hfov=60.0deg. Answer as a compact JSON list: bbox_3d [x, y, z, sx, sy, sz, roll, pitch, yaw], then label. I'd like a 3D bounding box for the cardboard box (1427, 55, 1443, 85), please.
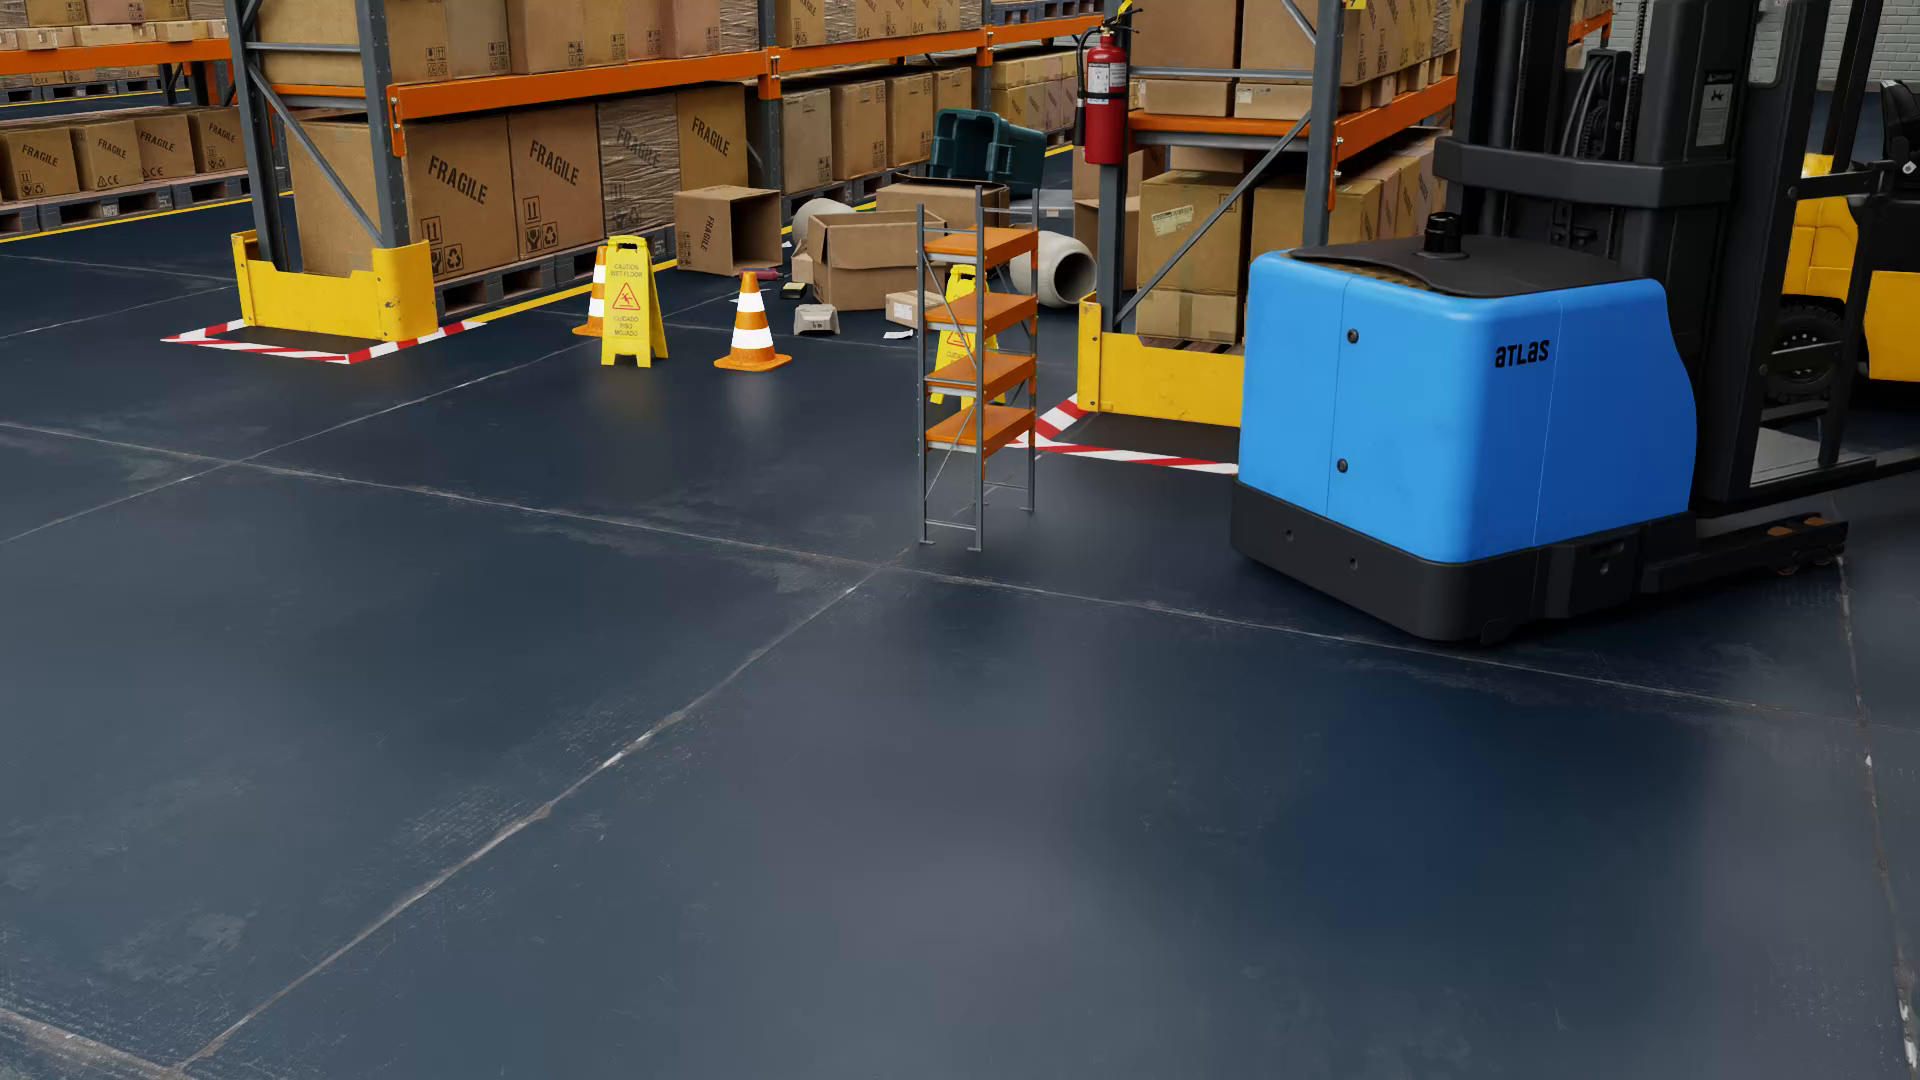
[{"bbox_3d":[2.464,-2.619,9.232,0.380,0.149,0.250,8,21,22],"label":"cardboard box"}]

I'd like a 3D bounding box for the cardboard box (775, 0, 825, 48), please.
[{"bbox_3d":[-1.366,-4.008,12.612,0.500,0.500,0.500,9,21,23],"label":"cardboard box"}]

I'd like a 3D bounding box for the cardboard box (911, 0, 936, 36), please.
[{"bbox_3d":[-0.539,-4.627,14.354,0.500,0.500,0.500,8,21,22],"label":"cardboard box"}]

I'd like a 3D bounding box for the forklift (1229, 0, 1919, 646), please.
[{"bbox_3d":[2.462,-1.403,5.538,3.031,2.935,1.130,-11,22,-28],"label":"forklift"}]

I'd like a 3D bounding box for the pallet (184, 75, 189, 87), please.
[{"bbox_3d":[-11.789,-7.250,26.041,1.003,0.211,1.213,9,21,23],"label":"pallet"}]

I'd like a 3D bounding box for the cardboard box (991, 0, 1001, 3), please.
[{"bbox_3d":[0.178,-5.248,15.998,0.380,0.149,0.250,8,21,22],"label":"cardboard box"}]

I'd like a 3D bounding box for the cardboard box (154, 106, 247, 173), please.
[{"bbox_3d":[-6.511,-3.452,14.302,0.500,0.500,0.500,8,21,21],"label":"cardboard box"}]

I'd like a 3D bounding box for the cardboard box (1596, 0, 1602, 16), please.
[{"bbox_3d":[6.857,-6.093,18.476,0.500,0.500,0.500,9,21,23],"label":"cardboard box"}]

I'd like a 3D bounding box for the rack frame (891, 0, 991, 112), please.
[{"bbox_3d":[-0.189,-5.060,15.719,1.000,3.000,0.127,9,21,23],"label":"rack frame"}]

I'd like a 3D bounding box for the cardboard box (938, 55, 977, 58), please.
[{"bbox_3d":[0.049,-4.834,17.069,0.500,0.250,0.500,9,21,23],"label":"cardboard box"}]

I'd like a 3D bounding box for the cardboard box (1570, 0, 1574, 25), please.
[{"bbox_3d":[5.619,-5.085,16.013,0.500,0.250,0.500,8,21,21],"label":"cardboard box"}]

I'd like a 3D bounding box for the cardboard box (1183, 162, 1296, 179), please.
[{"bbox_3d":[1.393,-1.662,8.524,0.500,0.500,0.500,9,22,25],"label":"cardboard box"}]

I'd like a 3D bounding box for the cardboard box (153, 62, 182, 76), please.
[{"bbox_3d":[-12.012,-7.194,24.794,0.500,0.500,0.500,8,21,22],"label":"cardboard box"}]

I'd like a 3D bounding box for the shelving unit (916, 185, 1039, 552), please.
[{"bbox_3d":[0.068,-0.616,5.910,0.258,1.200,0.503,9,21,23],"label":"shelving unit"}]

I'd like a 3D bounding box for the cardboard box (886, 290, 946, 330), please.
[{"bbox_3d":[-0.214,-1.300,9.403,0.250,0.149,0.380,-14,24,-33],"label":"cardboard box"}]

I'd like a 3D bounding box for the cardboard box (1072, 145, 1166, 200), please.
[{"bbox_3d":[1.094,-2.603,11.411,0.500,0.500,0.500,9,21,23],"label":"cardboard box"}]

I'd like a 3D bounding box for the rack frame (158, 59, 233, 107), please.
[{"bbox_3d":[-9.191,-6.451,19.631,1.000,3.000,0.127,9,21,23],"label":"rack frame"}]

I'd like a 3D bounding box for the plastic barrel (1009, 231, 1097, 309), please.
[{"bbox_3d":[0.557,-1.591,9.811,0.421,0.421,0.512,-9,22,-24],"label":"plastic barrel"}]

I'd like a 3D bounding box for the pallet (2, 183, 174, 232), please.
[{"bbox_3d":[2.383,-3.623,15.841,15.839,0.211,14.238,9,21,23],"label":"pallet"}]

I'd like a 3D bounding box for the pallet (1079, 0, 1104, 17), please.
[{"bbox_3d":[-2.505,-6.036,16.510,5.816,1.713,7.625,9,21,23],"label":"pallet"}]

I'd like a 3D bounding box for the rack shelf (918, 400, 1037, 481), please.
[{"bbox_3d":[0.068,-0.365,5.999,0.258,0.148,0.480,9,21,23],"label":"rack shelf"}]

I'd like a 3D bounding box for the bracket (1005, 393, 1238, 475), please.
[{"bbox_3d":[0.998,-0.475,7.304,1.378,0.001,1.079,9,21,23],"label":"bracket"}]

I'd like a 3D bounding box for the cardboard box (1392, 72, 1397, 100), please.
[{"bbox_3d":[1.914,-2.227,8.129,0.380,0.149,0.250,9,22,24],"label":"cardboard box"}]

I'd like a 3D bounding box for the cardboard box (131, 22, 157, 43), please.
[{"bbox_3d":[-6.622,-4.031,13.201,0.380,0.149,0.250,9,21,23],"label":"cardboard box"}]

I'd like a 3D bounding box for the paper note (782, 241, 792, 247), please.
[{"bbox_3d":[-1.725,-4.195,17.449,2.542,0.211,11.881,-5,20,-15],"label":"paper note"}]

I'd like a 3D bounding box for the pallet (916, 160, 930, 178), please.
[{"bbox_3d":[-0.581,-3.515,15.538,1.003,0.211,1.213,9,21,23],"label":"pallet"}]

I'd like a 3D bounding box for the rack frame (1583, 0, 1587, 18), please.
[{"bbox_3d":[6.006,-5.634,17.335,1.000,3.000,0.127,9,21,23],"label":"rack frame"}]

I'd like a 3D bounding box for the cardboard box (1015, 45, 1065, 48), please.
[{"bbox_3d":[0.905,-5.466,18.847,0.500,0.250,0.500,8,21,20],"label":"cardboard box"}]

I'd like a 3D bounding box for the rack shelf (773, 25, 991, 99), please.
[{"bbox_3d":[-1.008,-4.109,14.121,1.077,0.370,4.000,9,21,23],"label":"rack shelf"}]

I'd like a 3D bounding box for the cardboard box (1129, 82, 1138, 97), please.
[{"bbox_3d":[1.889,-5.344,19.703,0.380,0.149,0.250,10,22,25],"label":"cardboard box"}]

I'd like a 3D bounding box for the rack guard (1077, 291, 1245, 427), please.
[{"bbox_3d":[1.123,-0.811,7.504,1.175,0.500,0.348,9,21,23],"label":"rack guard"}]

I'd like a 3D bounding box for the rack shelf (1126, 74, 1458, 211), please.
[{"bbox_3d":[1.911,-2.238,8.859,1.077,0.370,4.000,9,21,23],"label":"rack shelf"}]

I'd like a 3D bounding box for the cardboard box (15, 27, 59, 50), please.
[{"bbox_3d":[-6.912,-3.707,12.290,0.380,0.149,0.250,9,21,23],"label":"cardboard box"}]

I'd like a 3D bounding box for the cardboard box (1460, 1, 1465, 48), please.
[{"bbox_3d":[2.775,-3.206,9.913,0.500,0.500,0.500,8,21,21],"label":"cardboard box"}]

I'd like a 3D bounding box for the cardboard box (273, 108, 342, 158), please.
[{"bbox_3d":[-6.040,-3.763,15.146,0.700,0.500,0.500,7,21,19],"label":"cardboard box"}]

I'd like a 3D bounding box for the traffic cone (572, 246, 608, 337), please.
[{"bbox_3d":[-1.952,-1.386,9.176,0.336,0.463,0.334,9,21,23],"label":"traffic cone"}]

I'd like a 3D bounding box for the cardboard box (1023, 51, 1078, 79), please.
[{"bbox_3d":[0.948,-5.075,17.746,0.500,0.250,0.500,8,21,20],"label":"cardboard box"}]

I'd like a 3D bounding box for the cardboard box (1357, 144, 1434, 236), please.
[{"bbox_3d":[2.318,-1.915,9.234,0.500,0.500,0.500,10,22,26],"label":"cardboard box"}]

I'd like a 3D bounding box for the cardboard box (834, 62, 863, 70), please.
[{"bbox_3d":[-1.959,-6.929,23.519,0.875,0.875,0.875,9,21,23],"label":"cardboard box"}]

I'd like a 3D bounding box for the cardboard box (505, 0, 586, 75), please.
[{"bbox_3d":[-2.805,-3.129,10.068,0.875,0.550,0.550,9,21,23],"label":"cardboard box"}]

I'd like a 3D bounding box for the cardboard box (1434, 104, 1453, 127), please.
[{"bbox_3d":[4.727,-3.808,14.744,0.875,0.875,0.875,8,21,22],"label":"cardboard box"}]

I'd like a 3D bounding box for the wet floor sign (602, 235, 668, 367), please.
[{"bbox_3d":[-1.671,-1.224,8.448,0.267,0.644,0.232,5,20,13],"label":"wet floor sign"}]

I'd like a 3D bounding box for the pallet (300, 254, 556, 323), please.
[{"bbox_3d":[-3.209,-1.555,10.027,1.003,0.211,1.213,9,21,23],"label":"pallet"}]

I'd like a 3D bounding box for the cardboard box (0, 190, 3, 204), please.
[{"bbox_3d":[-7.464,-2.722,12.249,0.500,0.500,0.500,15,25,37],"label":"cardboard box"}]

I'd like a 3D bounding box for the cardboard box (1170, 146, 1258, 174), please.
[{"bbox_3d":[1.271,-1.929,8.306,0.380,0.149,0.250,9,22,24],"label":"cardboard box"}]

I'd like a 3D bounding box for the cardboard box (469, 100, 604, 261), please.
[{"bbox_3d":[-2.889,-2.297,10.494,0.875,0.875,0.875,8,21,22],"label":"cardboard box"}]
